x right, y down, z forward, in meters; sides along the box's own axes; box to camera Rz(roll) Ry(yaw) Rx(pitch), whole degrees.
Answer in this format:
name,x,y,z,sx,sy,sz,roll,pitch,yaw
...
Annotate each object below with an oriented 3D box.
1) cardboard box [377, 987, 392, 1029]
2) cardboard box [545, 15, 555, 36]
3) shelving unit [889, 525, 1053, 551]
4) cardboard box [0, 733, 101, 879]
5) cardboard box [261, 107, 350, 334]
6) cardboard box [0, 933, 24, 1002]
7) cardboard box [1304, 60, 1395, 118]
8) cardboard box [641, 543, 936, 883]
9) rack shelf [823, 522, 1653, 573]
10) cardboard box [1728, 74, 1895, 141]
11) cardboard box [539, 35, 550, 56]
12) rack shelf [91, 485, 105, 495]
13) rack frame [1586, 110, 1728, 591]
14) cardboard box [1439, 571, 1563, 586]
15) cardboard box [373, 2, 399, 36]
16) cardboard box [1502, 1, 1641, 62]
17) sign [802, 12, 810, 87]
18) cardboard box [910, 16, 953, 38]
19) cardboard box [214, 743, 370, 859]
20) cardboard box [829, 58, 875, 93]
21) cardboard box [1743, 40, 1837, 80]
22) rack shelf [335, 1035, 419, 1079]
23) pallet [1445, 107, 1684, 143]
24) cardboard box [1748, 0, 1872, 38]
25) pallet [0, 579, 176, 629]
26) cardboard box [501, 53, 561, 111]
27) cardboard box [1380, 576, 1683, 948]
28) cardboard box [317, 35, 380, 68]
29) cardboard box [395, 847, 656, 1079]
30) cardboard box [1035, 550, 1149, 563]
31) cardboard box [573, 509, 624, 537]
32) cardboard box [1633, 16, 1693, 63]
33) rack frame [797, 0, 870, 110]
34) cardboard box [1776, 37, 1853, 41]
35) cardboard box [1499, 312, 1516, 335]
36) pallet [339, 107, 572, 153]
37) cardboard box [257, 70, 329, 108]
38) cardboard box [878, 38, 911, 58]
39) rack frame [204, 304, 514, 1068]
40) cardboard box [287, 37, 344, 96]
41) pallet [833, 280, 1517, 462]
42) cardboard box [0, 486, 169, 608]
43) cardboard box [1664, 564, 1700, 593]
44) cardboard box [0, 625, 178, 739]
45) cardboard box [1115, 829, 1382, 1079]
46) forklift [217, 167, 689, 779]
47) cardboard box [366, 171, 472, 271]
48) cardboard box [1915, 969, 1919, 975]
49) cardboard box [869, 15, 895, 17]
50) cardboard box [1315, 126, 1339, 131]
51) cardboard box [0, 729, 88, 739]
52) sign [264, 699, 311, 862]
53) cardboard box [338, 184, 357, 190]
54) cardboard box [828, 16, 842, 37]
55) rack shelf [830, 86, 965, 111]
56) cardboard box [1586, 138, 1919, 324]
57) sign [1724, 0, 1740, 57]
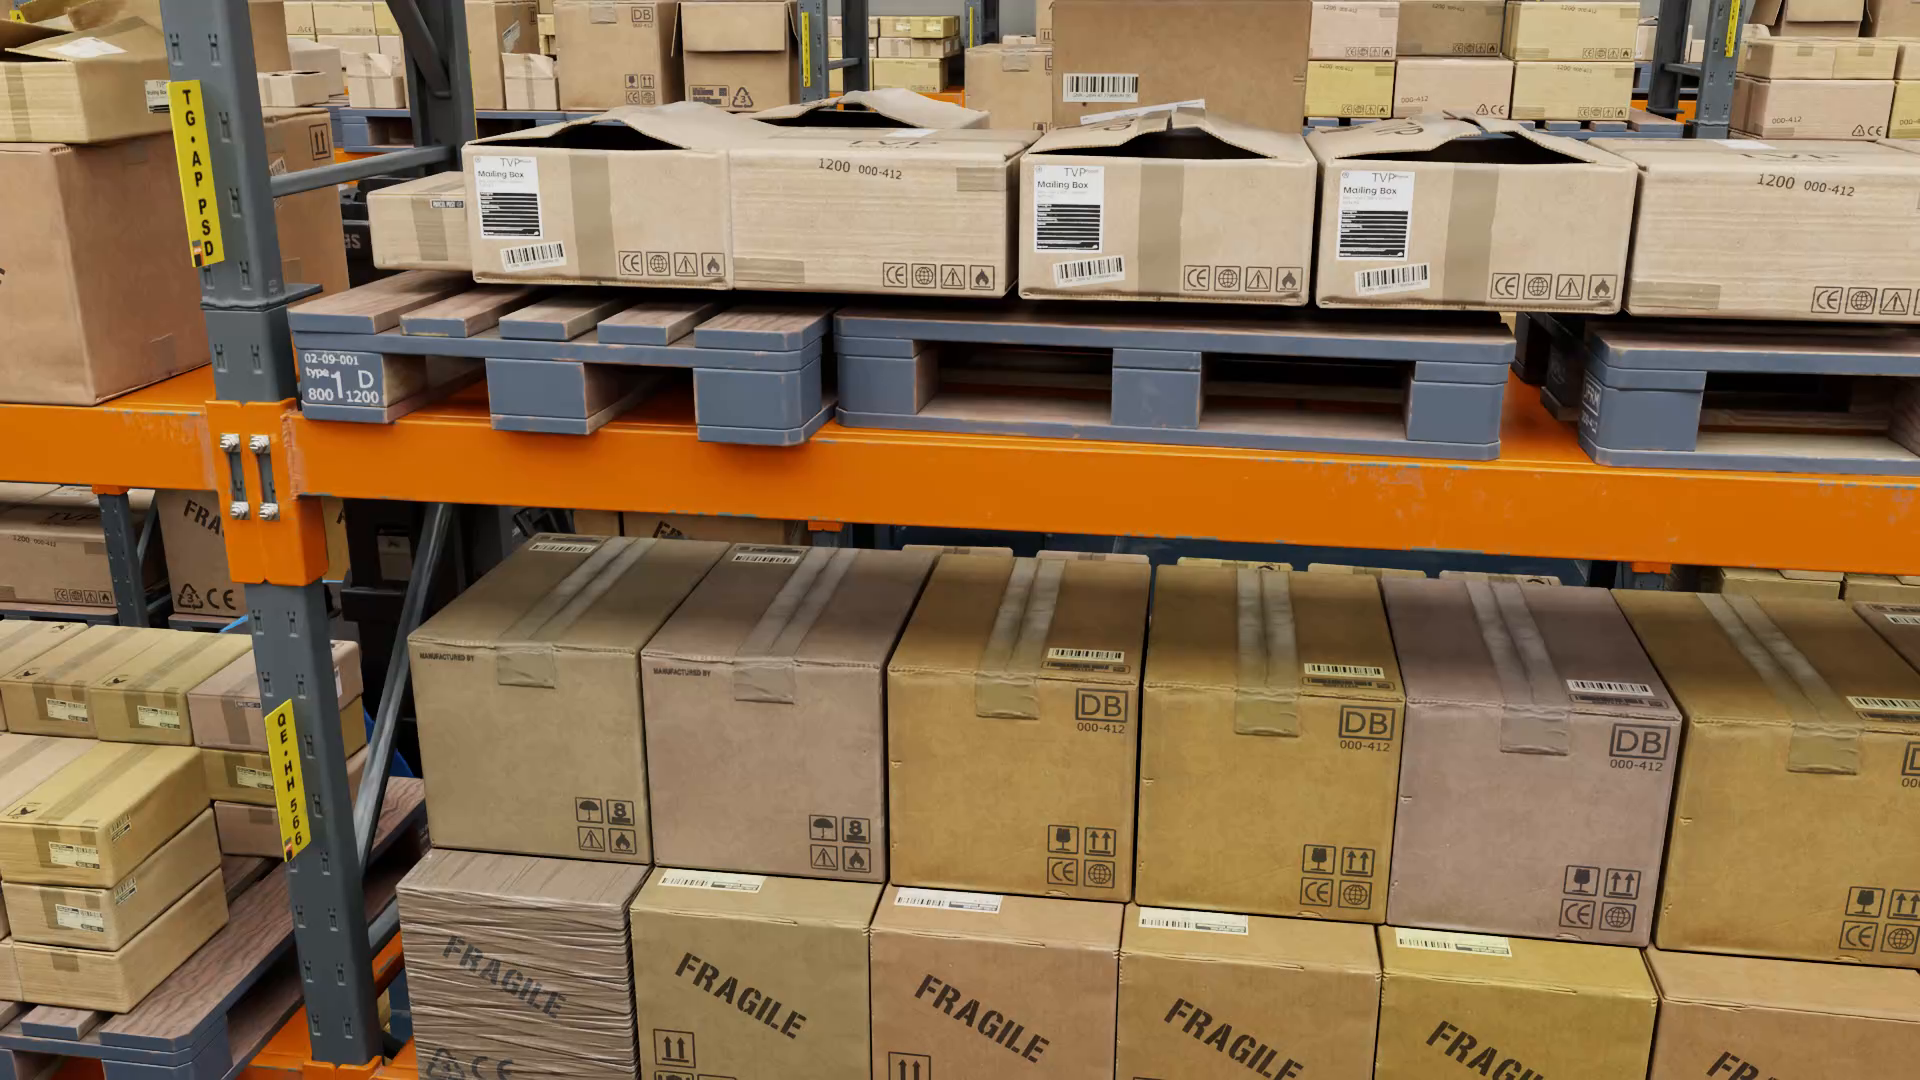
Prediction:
name,x,y,z,sx,sy,sz,roll,pitch,yaw
cardboard box,-1.939,1.354,4.626,0.500,0.250,0.500,2,19,6
cardboard box,-3.033,-4.000,12.912,0.250,0.149,0.380,3,19,8
shelving unit,0.084,-0.707,11.052,1.048,1.500,0.538,3,19,9
cardboard box,-2.101,0.577,3.648,0.250,0.149,0.380,3,19,8
cardboard box,-1.818,-0.749,3.928,0.500,0.500,0.500,3,19,9
cardboard box,-2.101,0.860,3.741,0.250,0.149,0.380,3,19,9
cardboard box,1.737,-2.109,7.725,0.500,0.250,0.500,3,19,9
cardboard box,-0.355,0.363,3.759,0.500,0.500,0.700,3,19,8
rack shelf,1.364,-0.281,8.548,4.000,0.370,1.077,3,19,9
cardboard box,3.729,-1.906,7.311,0.500,0.250,0.500,3,19,7
cardboard box,-3.295,-3.865,12.977,0.250,0.149,0.380,3,19,9
rack shelf,-6.535,-0.683,9.751,4.000,0.370,1.077,3,19,9
rack frame,3.338,-0.521,8.133,0.127,3.000,1.000,3,19,9
cardboard box,2.820,0.500,8.560,0.625,0.372,0.950,3,19,9
cardboard box,-4.313,-4.158,13.256,0.500,0.250,0.500,3,19,9
cardboard box,2.746,-2.298,7.503,0.500,0.250,0.500,3,19,10
sign,-0.707,-2.254,7.646,0.005,0.325,0.100,3,19,9
cardboard box,-0.214,-3.884,12.595,0.250,0.149,0.380,4,19,10
cardboard box,-1.706,0.668,4.314,0.250,0.149,0.380,3,19,8
cardboard box,-0.869,-3.604,12.856,0.500,0.250,0.500,3,19,9
cardboard box,3.598,-2.084,7.217,0.250,0.149,0.380,3,19,8
rack shelf,0.678,1.275,3.898,4.000,0.370,1.077,3,19,9
pallet,2.746,-1.919,7.880,1.003,0.211,1.213,3,19,9
cardboard box,6.029,-3.663,11.815,0.637,0.503,0.797,4,19,10
pallet,-5.299,0.336,9.967,1.213,0.211,1.003,3,19,9
cardboard box,-2.026,-2.240,8.093,0.258,0.266,0.396,2,19,7
cardboard box,1.155,0.439,3.530,0.500,0.500,0.700,3,19,9
cardboard box,-4.808,-3.940,13.392,0.500,0.250,0.500,2,19,7
cardboard box,-0.896,0.893,3.749,0.500,0.500,0.500,3,19,9
cardboard box,0.675,0.391,8.887,0.625,0.372,0.950,3,19,8
cardboard box,-2.160,-0.021,9.325,0.875,0.875,0.875,3,19,9
cardboard box,4.905,-3.585,11.884,0.500,0.311,0.500,3,19,10
rack frame,-0.611,-3.567,7.783,0.127,3.000,1.000,3,19,9
cardboard box,3.955,-2.266,7.760,0.250,0.149,0.380,2,19,7
cardboard box,2.356,-0.885,7.931,0.500,0.500,0.500,3,19,9
pallet,-2.360,-2.126,8.501,1.213,0.211,1.003,4,19,11
cardboard box,-3.367,-2.261,8.313,0.250,0.166,0.380,2,19,5
cardboard box,-0.469,-3.780,12.753,0.250,0.149,0.380,2,19,7
rack frame,-1.296,0.833,4.085,0.127,3.000,1.000,3,19,9
cardboard box,-3.657,-2.525,8.872,0.500,0.311,0.500,3,19,9
pallet,0.452,-0.428,3.426,1.213,0.211,1.003,4,19,11
cardboard box,-5.163,0.027,9.871,0.875,0.438,0.875,3,19,8
cardboard box,3.965,0.174,8.546,0.500,0.500,0.500,3,19,8
cardboard box,-2.229,0.361,4.293,0.250,0.149,0.380,3,19,8
cardboard box,0.596,0.969,3.521,0.500,0.500,0.500,3,19,8
forklift,-1.558,0.027,6.604,3.031,2.935,1.130,3,19,9
cardboard box,-0.992,-0.650,3.366,0.250,0.149,0.380,2,19,6
cardboard box,2.095,1.045,3.295,0.500,0.500,0.500,3,19,8
cardboard box,-0.636,-4.098,13.236,0.250,0.149,0.380,3,19,8
cardboard box,0.839,-0.731,3.426,0.258,0.266,0.396,3,19,9
cardboard box,-2.274,0.500,4.347,0.250,0.149,0.380,2,19,7
sign,-1.373,0.492,3.404,0.005,0.325,0.100,3,19,9
cardboard box,-5.205,-3.063,14.315,0.500,0.500,0.500,2,19,7
cardboard box,-0.972,-3.954,12.804,0.250,0.149,0.380,3,19,8
rack shelf,-1.802,-3.460,13.322,4.000,0.370,1.077,3,19,9
cardboard box,1.399,-0.556,2.928,0.500,0.250,0.500,3,19,8
sign,3.254,-2.201,6.992,0.005,0.325,0.100,3,19,9
